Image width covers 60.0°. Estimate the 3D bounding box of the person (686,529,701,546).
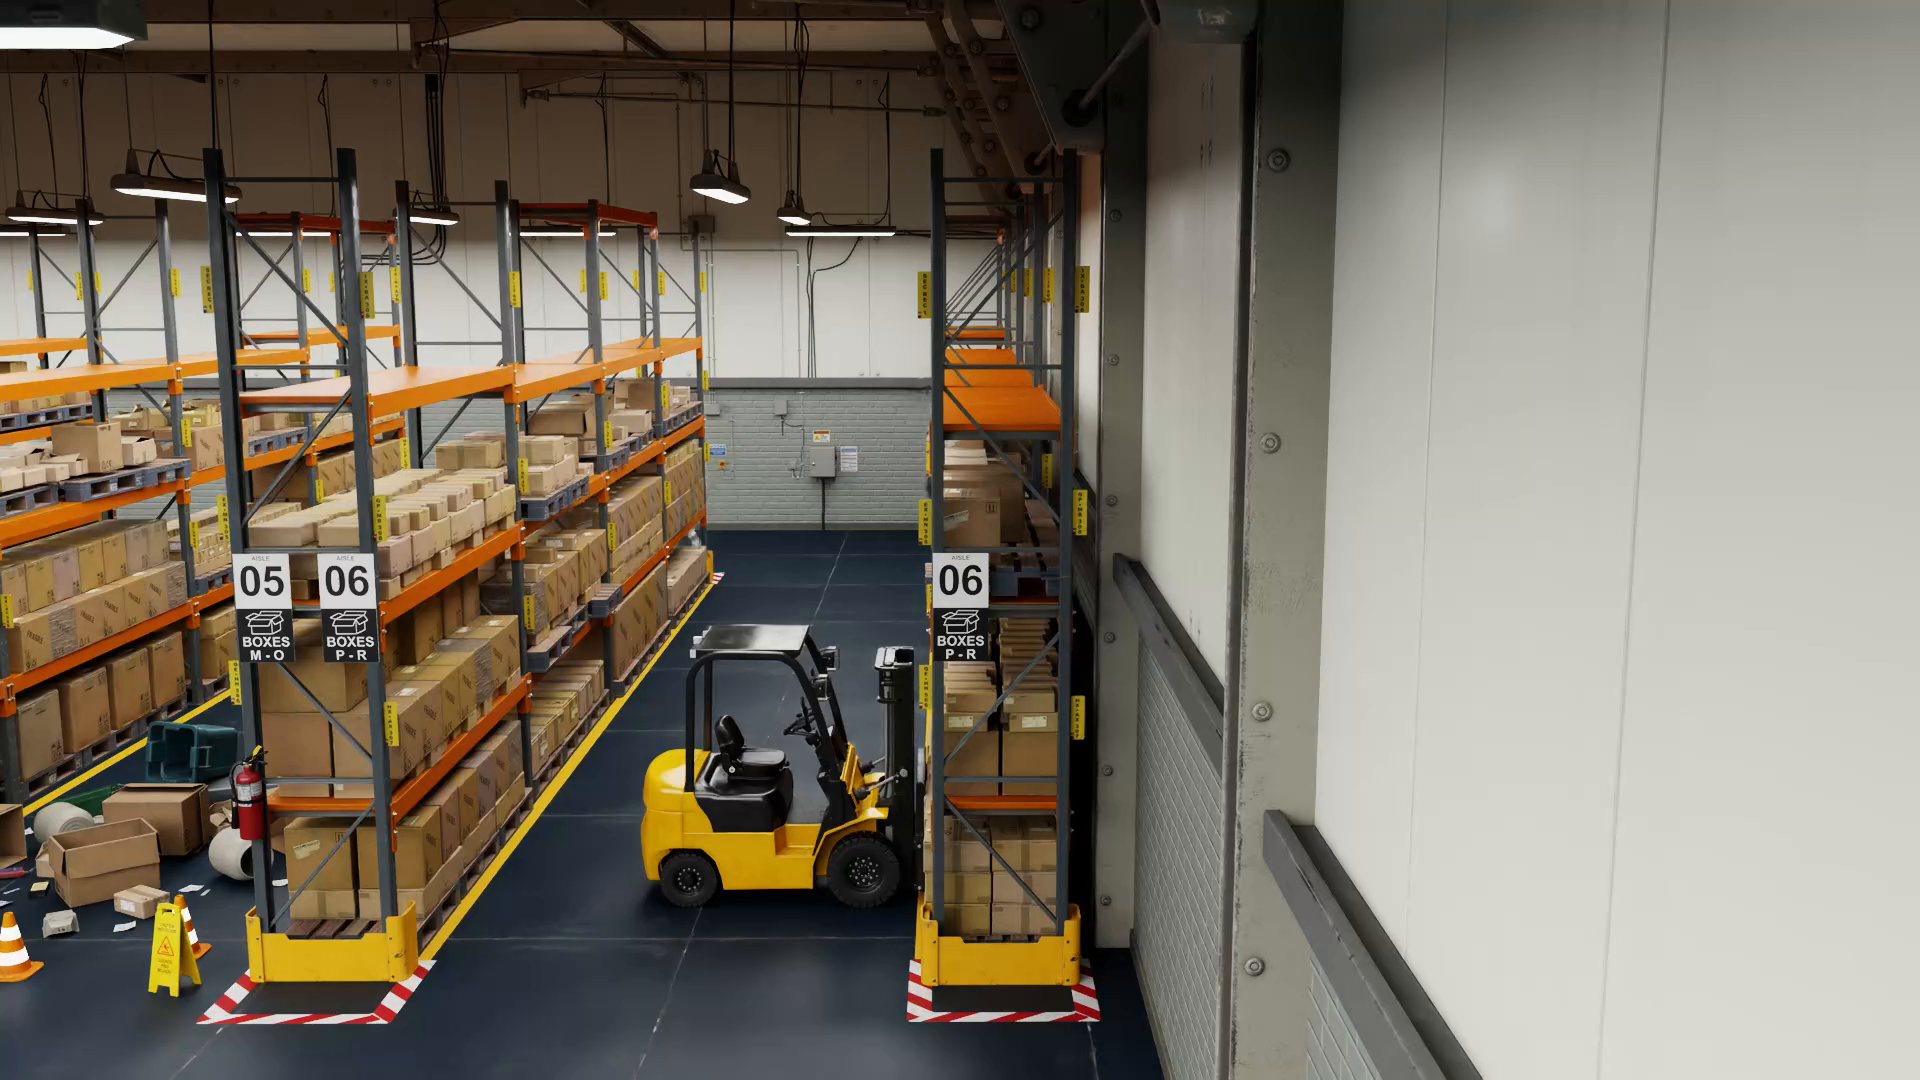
[{"bbox_3d":[-5.162,-0.588,30.507,0.833,1.841,0.620,-4,10,-21],"label":"person"}]
